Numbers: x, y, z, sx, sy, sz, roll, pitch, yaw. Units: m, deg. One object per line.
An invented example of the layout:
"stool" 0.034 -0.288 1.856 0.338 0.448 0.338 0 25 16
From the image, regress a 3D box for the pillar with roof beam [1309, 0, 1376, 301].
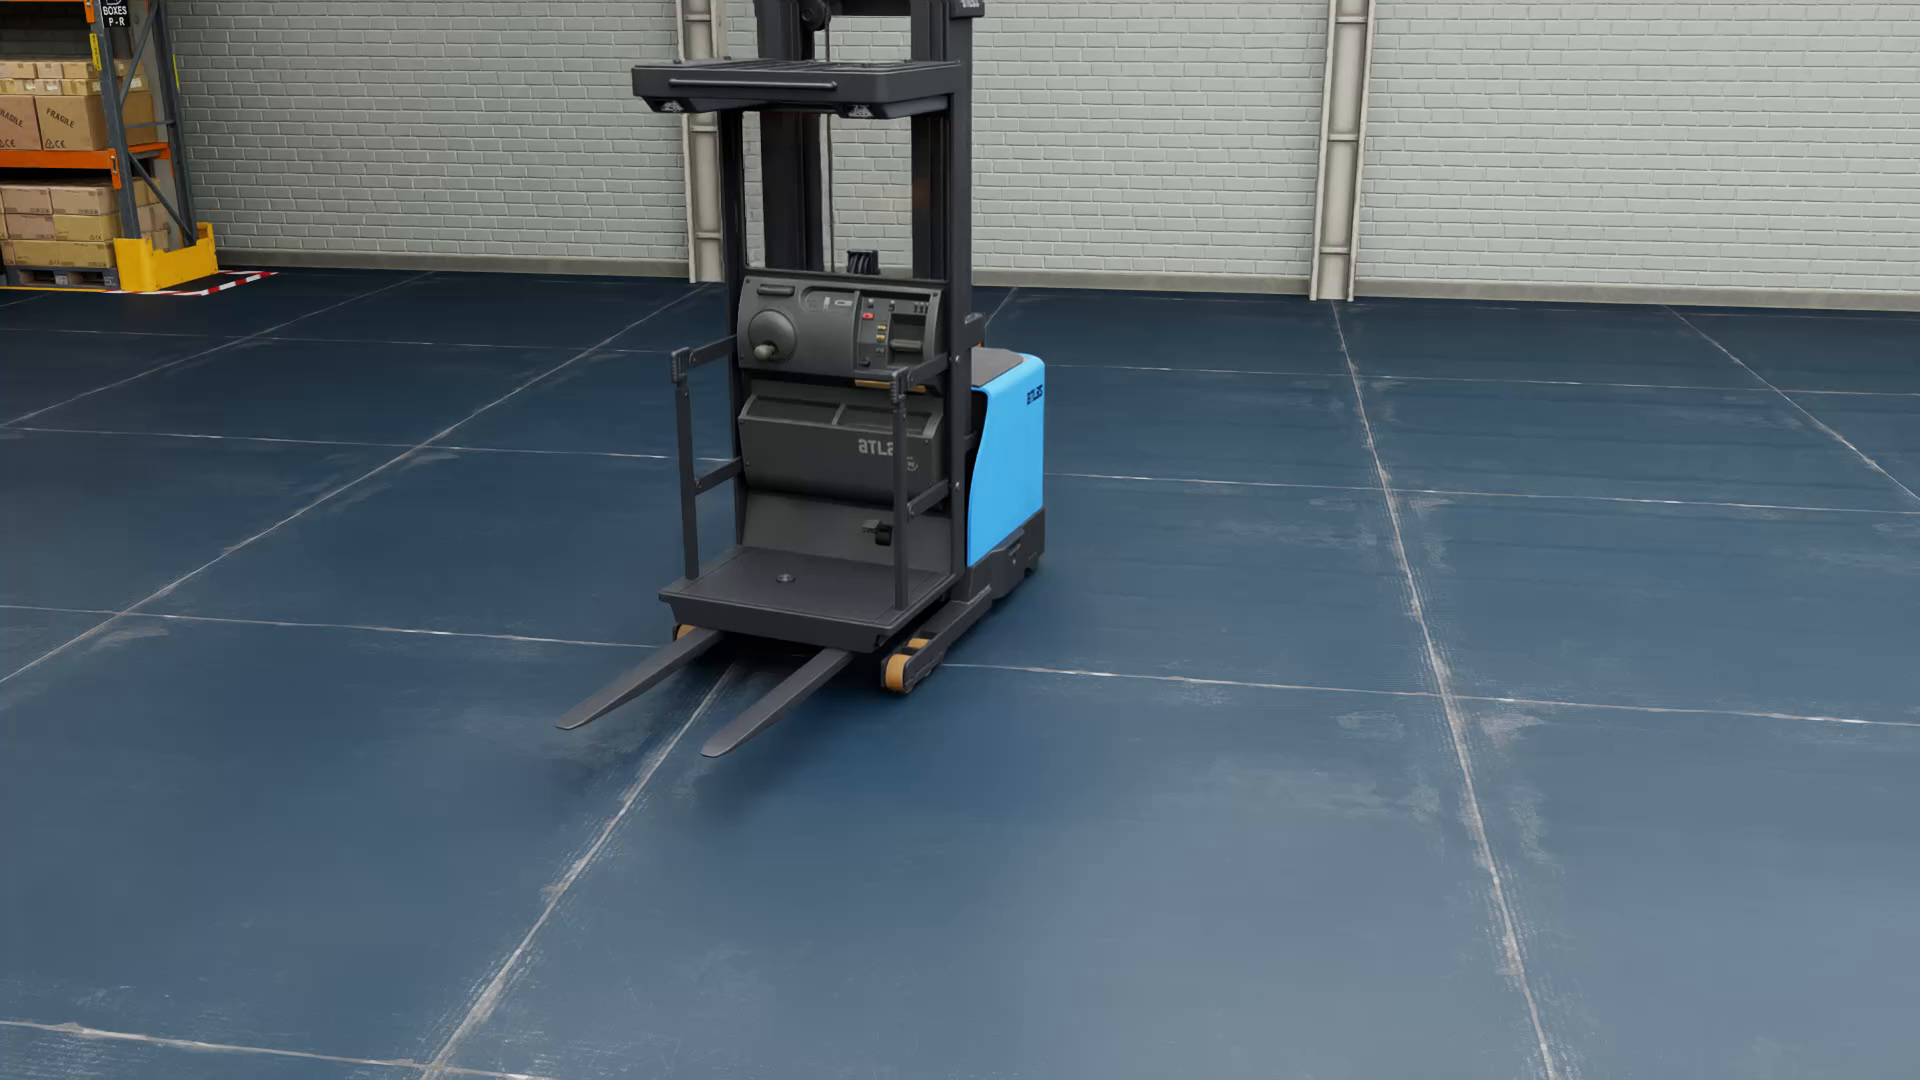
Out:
"pillar with roof beam" 2.795 -5.192 10.140 0.400 9.000 9.100 3 19 9

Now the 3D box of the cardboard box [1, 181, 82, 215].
"cardboard box" -8.835 -3.301 16.038 0.500 0.250 0.500 3 19 10

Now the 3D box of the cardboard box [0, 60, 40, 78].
"cardboard box" -8.958 -4.474 15.798 0.250 0.149 0.380 3 19 9

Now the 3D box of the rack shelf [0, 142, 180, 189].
"rack shelf" -9.800 -3.742 16.394 4.000 0.370 1.077 3 19 9

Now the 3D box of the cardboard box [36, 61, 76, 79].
"cardboard box" -8.461 -4.433 15.677 0.250 0.149 0.380 3 19 9

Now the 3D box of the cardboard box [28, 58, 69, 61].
"cardboard box" -8.881 -4.612 16.212 0.250 0.149 0.380 3 19 9

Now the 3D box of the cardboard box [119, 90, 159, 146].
"cardboard box" -8.270 -4.142 16.297 0.500 0.500 0.500 4 19 10

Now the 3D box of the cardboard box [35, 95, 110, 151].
"cardboard box" -8.353 -3.973 15.791 0.500 0.500 0.500 3 19 7

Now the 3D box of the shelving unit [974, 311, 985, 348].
"shelving unit" -0.148 -0.593 8.686 0.503 1.200 0.258 7 20 20

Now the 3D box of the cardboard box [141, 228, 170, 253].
"cardboard box" -8.279 -2.964 16.605 0.500 0.250 0.500 3 19 9

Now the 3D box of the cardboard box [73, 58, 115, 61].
"cardboard box" -8.376 -4.596 16.162 0.250 0.149 0.380 4 19 11

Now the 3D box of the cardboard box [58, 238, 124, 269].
"cardboard box" -8.339 -2.803 16.123 0.500 0.250 0.500 3 19 9

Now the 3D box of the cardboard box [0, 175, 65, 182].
"cardboard box" -9.256 -3.488 16.596 0.500 0.250 0.500 3 19 8

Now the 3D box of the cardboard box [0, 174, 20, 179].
"cardboard box" -9.761 -3.516 16.680 0.500 0.250 0.500 3 19 8

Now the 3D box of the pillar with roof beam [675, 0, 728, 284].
"pillar with roof beam" -3.129 -5.494 11.042 0.400 9.000 9.100 3 19 9

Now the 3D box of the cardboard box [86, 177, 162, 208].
"cardboard box" -8.270 -3.435 16.439 0.500 0.250 0.500 3 19 8

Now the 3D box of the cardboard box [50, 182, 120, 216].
"cardboard box" -8.330 -3.277 15.967 0.500 0.250 0.500 4 19 10

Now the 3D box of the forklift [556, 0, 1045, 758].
"forklift" -0.598 -0.903 6.882 1.130 2.935 3.031 7 20 21

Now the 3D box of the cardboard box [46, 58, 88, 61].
"cardboard box" -8.639 -4.595 16.161 0.250 0.149 0.380 3 19 10

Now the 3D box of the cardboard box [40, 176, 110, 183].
"cardboard box" -8.764 -3.460 16.511 0.500 0.250 0.500 3 19 9

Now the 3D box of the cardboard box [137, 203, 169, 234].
"cardboard box" -8.257 -3.204 16.534 0.500 0.250 0.500 3 19 10

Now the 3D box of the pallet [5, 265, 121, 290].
"pallet" -8.587 -2.686 16.497 1.213 0.211 1.003 3 19 9

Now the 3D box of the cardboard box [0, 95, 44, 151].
"cardboard box" -8.864 -4.002 15.878 0.500 0.500 0.500 4 19 10

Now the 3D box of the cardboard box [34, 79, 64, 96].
"cardboard box" -8.469 -4.271 15.660 0.250 0.149 0.380 3 19 10

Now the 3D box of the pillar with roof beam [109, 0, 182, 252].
"pillar with roof beam" -9.053 -5.796 11.945 0.400 9.000 9.100 3 19 9

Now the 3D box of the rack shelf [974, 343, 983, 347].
"rack shelf" -0.148 -0.966 8.561 0.480 0.148 0.258 7 20 20

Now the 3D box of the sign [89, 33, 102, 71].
"sign" -7.925 -4.475 15.251 0.005 0.325 0.100 3 19 9

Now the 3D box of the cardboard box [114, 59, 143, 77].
"cardboard box" -8.123 -4.563 16.063 0.250 0.149 0.380 3 19 8

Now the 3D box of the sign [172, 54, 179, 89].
"sign" -7.731 -4.604 16.347 0.005 0.325 0.100 3 19 9

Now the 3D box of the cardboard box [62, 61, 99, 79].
"cardboard box" -8.212 -4.431 15.669 0.250 0.149 0.380 3 19 9

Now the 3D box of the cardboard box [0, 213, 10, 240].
"cardboard box" -9.362 -3.090 16.193 0.500 0.250 0.500 2 19 7

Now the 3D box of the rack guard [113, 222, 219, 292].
"rack guard" -7.802 -2.796 16.372 0.348 0.500 1.175 3 19 9

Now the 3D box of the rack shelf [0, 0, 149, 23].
"rack shelf" -9.800 -5.165 15.918 4.000 0.370 1.077 3 19 9

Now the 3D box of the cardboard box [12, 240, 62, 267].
"cardboard box" -8.829 -2.831 16.207 0.500 0.250 0.500 3 19 9

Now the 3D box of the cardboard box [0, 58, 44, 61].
"cardboard box" -9.145 -4.618 16.228 0.250 0.149 0.380 4 19 10

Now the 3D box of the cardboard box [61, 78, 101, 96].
"cardboard box" -8.212 -4.267 15.650 0.250 0.149 0.380 3 19 9

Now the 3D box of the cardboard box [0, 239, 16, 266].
"cardboard box" -9.321 -2.859 16.291 0.500 0.250 0.500 3 19 9

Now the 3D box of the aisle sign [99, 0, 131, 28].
"aisle sign" -7.807 -5.120 15.281 0.004 0.787 0.394 3 19 9

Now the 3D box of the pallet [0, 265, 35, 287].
"pallet" -9.788 -2.748 16.683 1.213 0.211 1.003 3 19 9

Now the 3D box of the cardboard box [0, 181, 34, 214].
"cardboard box" -9.334 -3.324 16.105 0.500 0.250 0.500 3 19 9

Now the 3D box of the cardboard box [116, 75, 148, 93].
"cardboard box" -8.119 -4.436 16.154 0.250 0.149 0.380 2 19 7

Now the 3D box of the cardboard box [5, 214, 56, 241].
"cardboard box" -8.849 -3.070 16.135 0.500 0.250 0.500 3 19 8

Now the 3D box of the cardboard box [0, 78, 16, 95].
"cardboard box" -8.959 -4.319 15.805 0.250 0.149 0.380 3 19 8

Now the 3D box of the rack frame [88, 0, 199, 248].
"rack frame" -7.825 -3.983 15.979 0.127 3.000 1.000 3 19 9

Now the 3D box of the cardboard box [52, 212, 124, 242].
"cardboard box" -8.356 -3.041 16.050 0.500 0.250 0.500 3 19 8

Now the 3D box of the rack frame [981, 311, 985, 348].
"rack frame" 0.080 -0.566 8.604 0.015 1.200 0.240 7 20 20

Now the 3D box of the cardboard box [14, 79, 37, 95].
"cardboard box" -8.716 -4.303 15.757 0.250 0.149 0.380 3 19 10

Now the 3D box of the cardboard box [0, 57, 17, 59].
"cardboard box" -9.389 -4.662 16.360 0.250 0.149 0.380 2 19 7

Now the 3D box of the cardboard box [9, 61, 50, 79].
"cardboard box" -8.724 -4.438 15.691 0.250 0.149 0.380 3 19 10
